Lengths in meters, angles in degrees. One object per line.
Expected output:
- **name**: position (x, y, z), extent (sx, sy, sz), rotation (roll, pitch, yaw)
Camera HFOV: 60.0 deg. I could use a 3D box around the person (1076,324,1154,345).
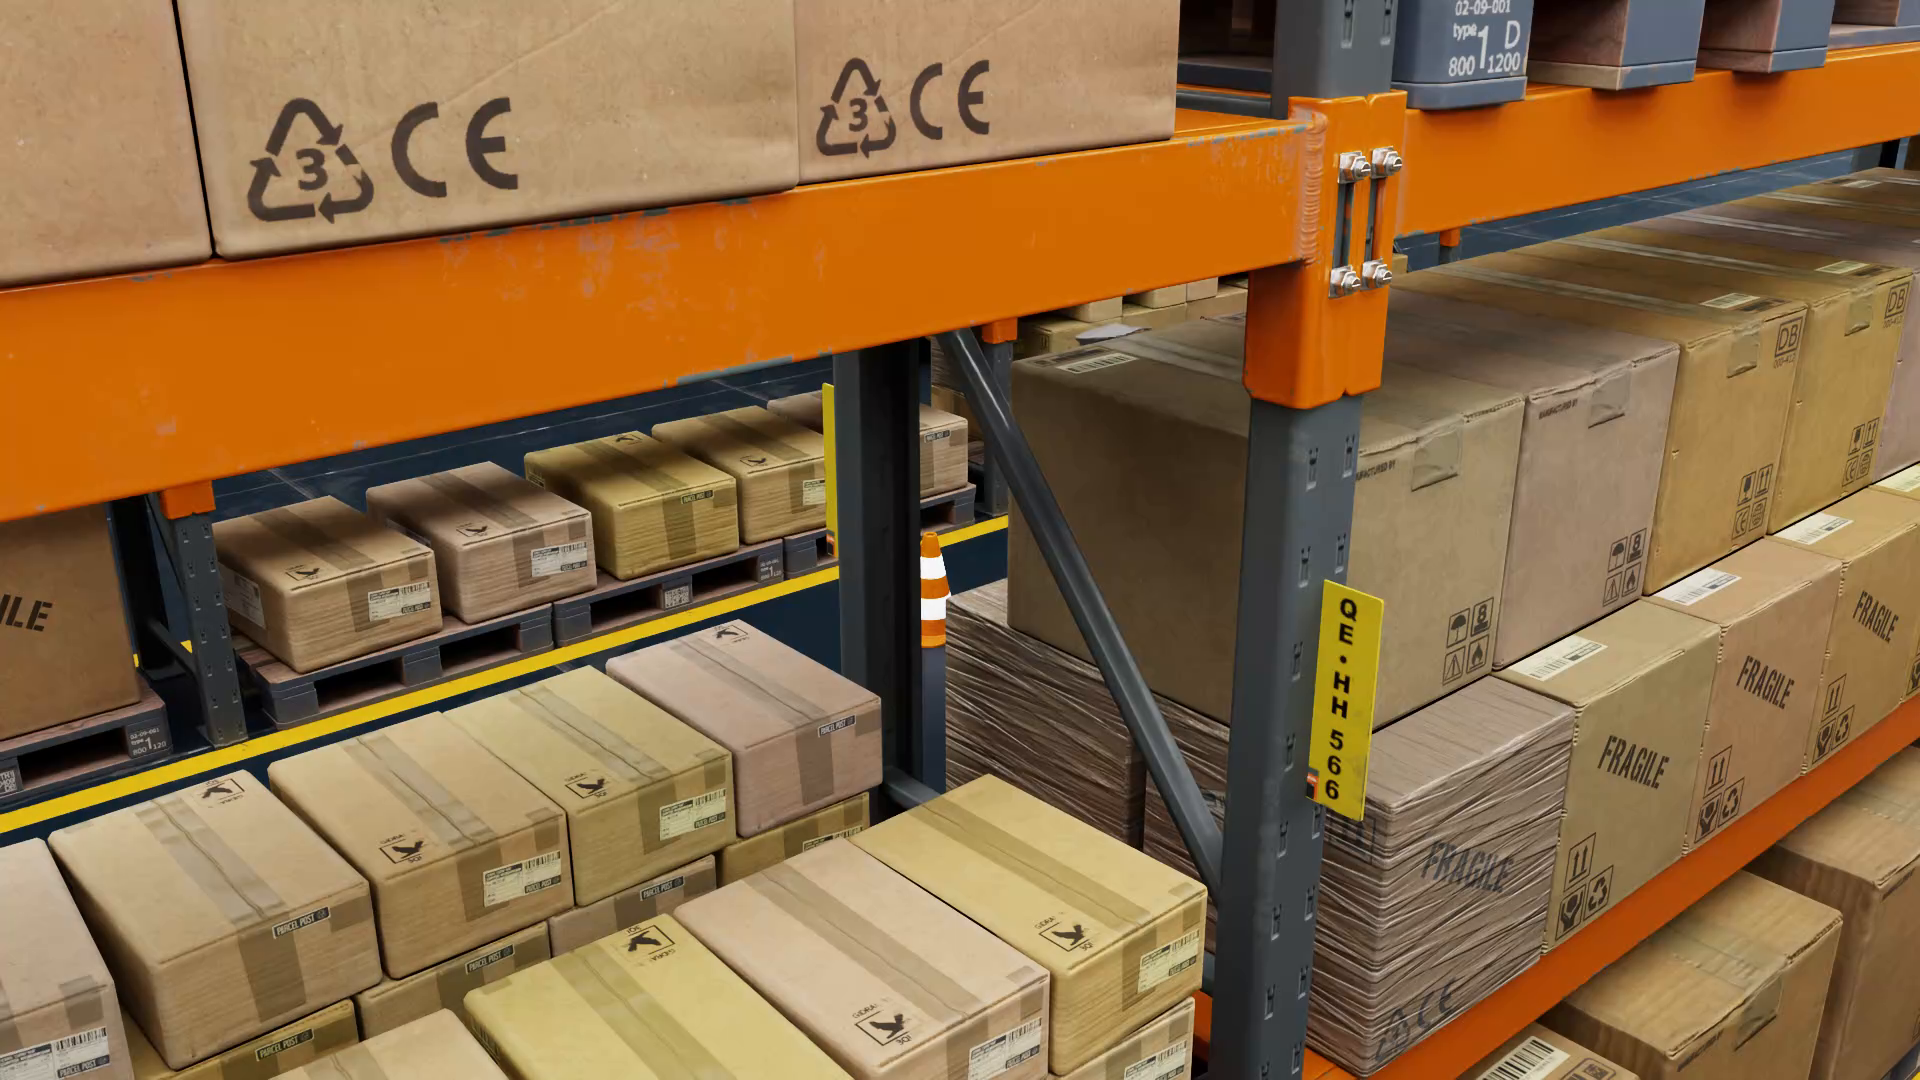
- **person**: position (0.531, 0.110, 5.809), extent (0.528, 1.753, 0.391), rotation (-16, 26, -36)
